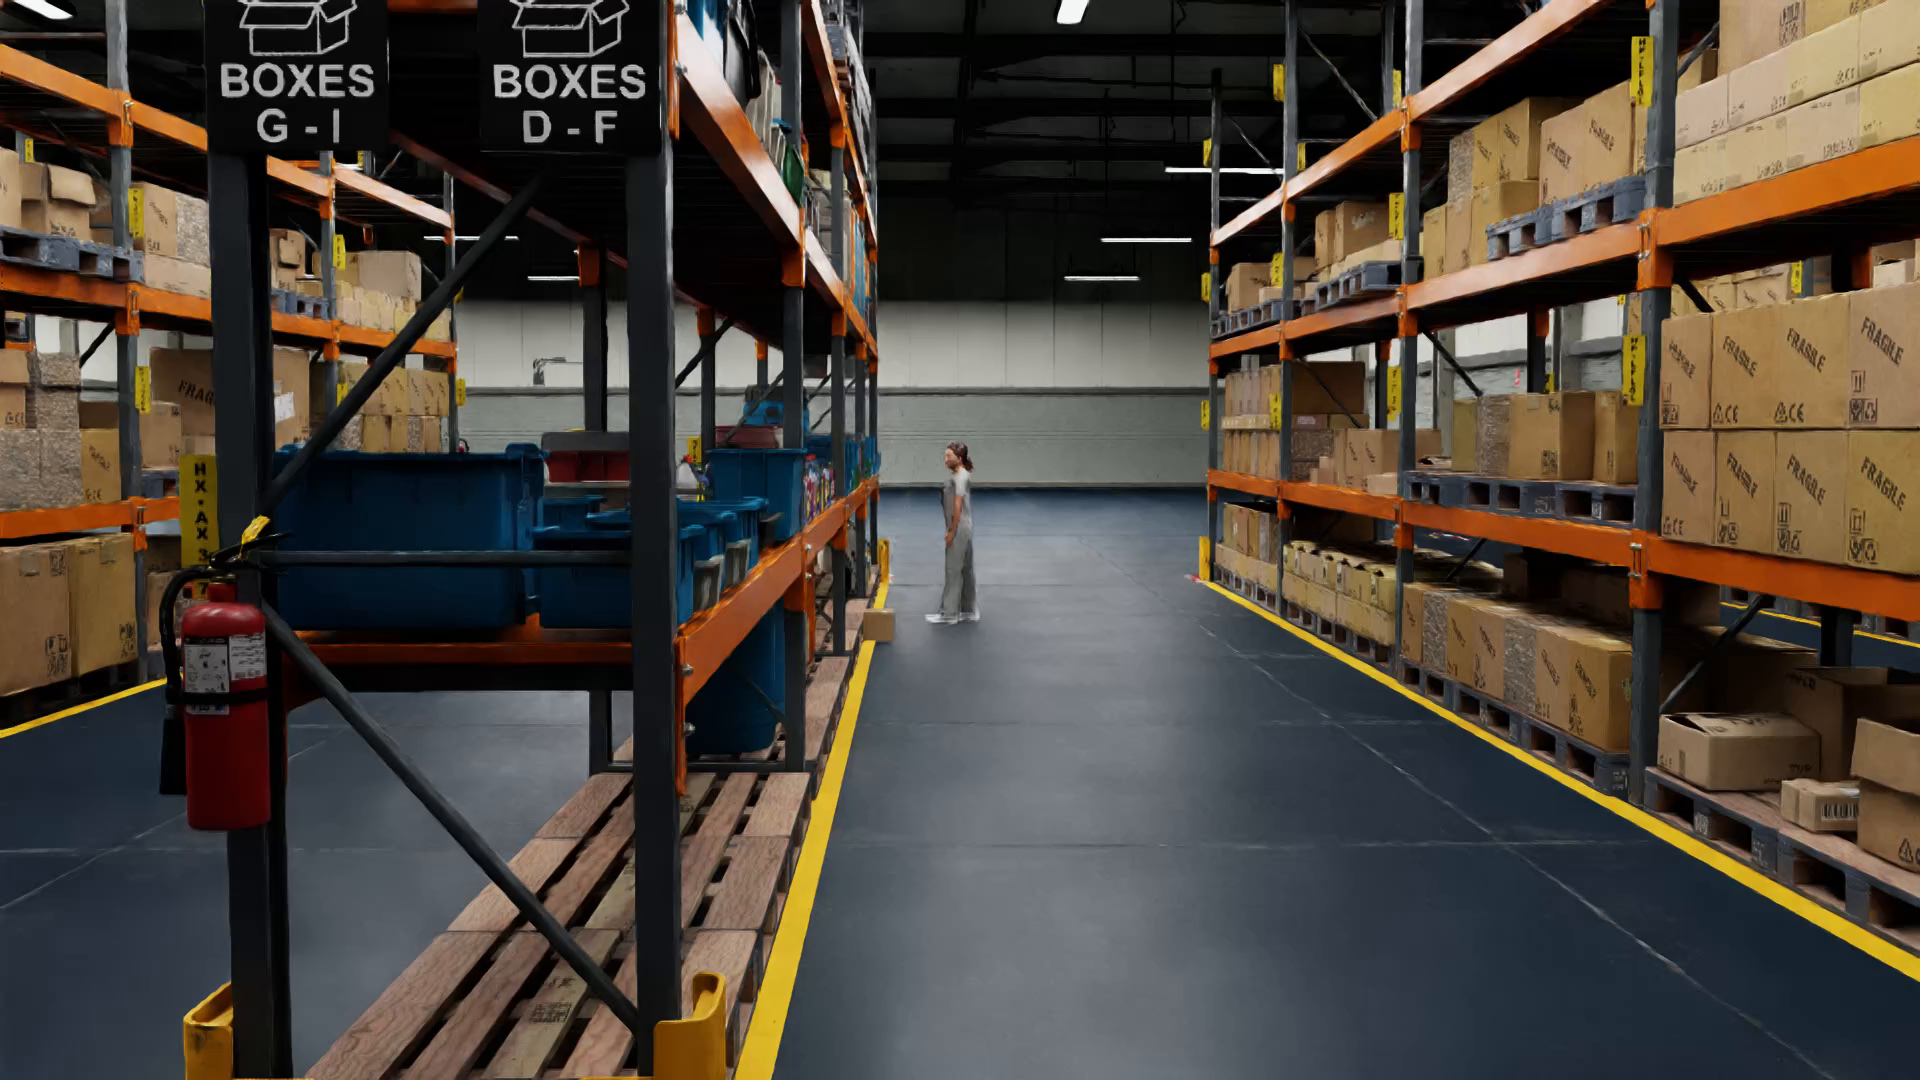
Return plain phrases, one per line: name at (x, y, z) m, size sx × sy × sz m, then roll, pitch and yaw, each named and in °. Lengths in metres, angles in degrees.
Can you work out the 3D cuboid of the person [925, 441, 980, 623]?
person at (-0.066, -0.073, 15.304) m, size 0.518 × 1.670 × 0.544 m, roll 0°, pitch 4°, yaw -2°
